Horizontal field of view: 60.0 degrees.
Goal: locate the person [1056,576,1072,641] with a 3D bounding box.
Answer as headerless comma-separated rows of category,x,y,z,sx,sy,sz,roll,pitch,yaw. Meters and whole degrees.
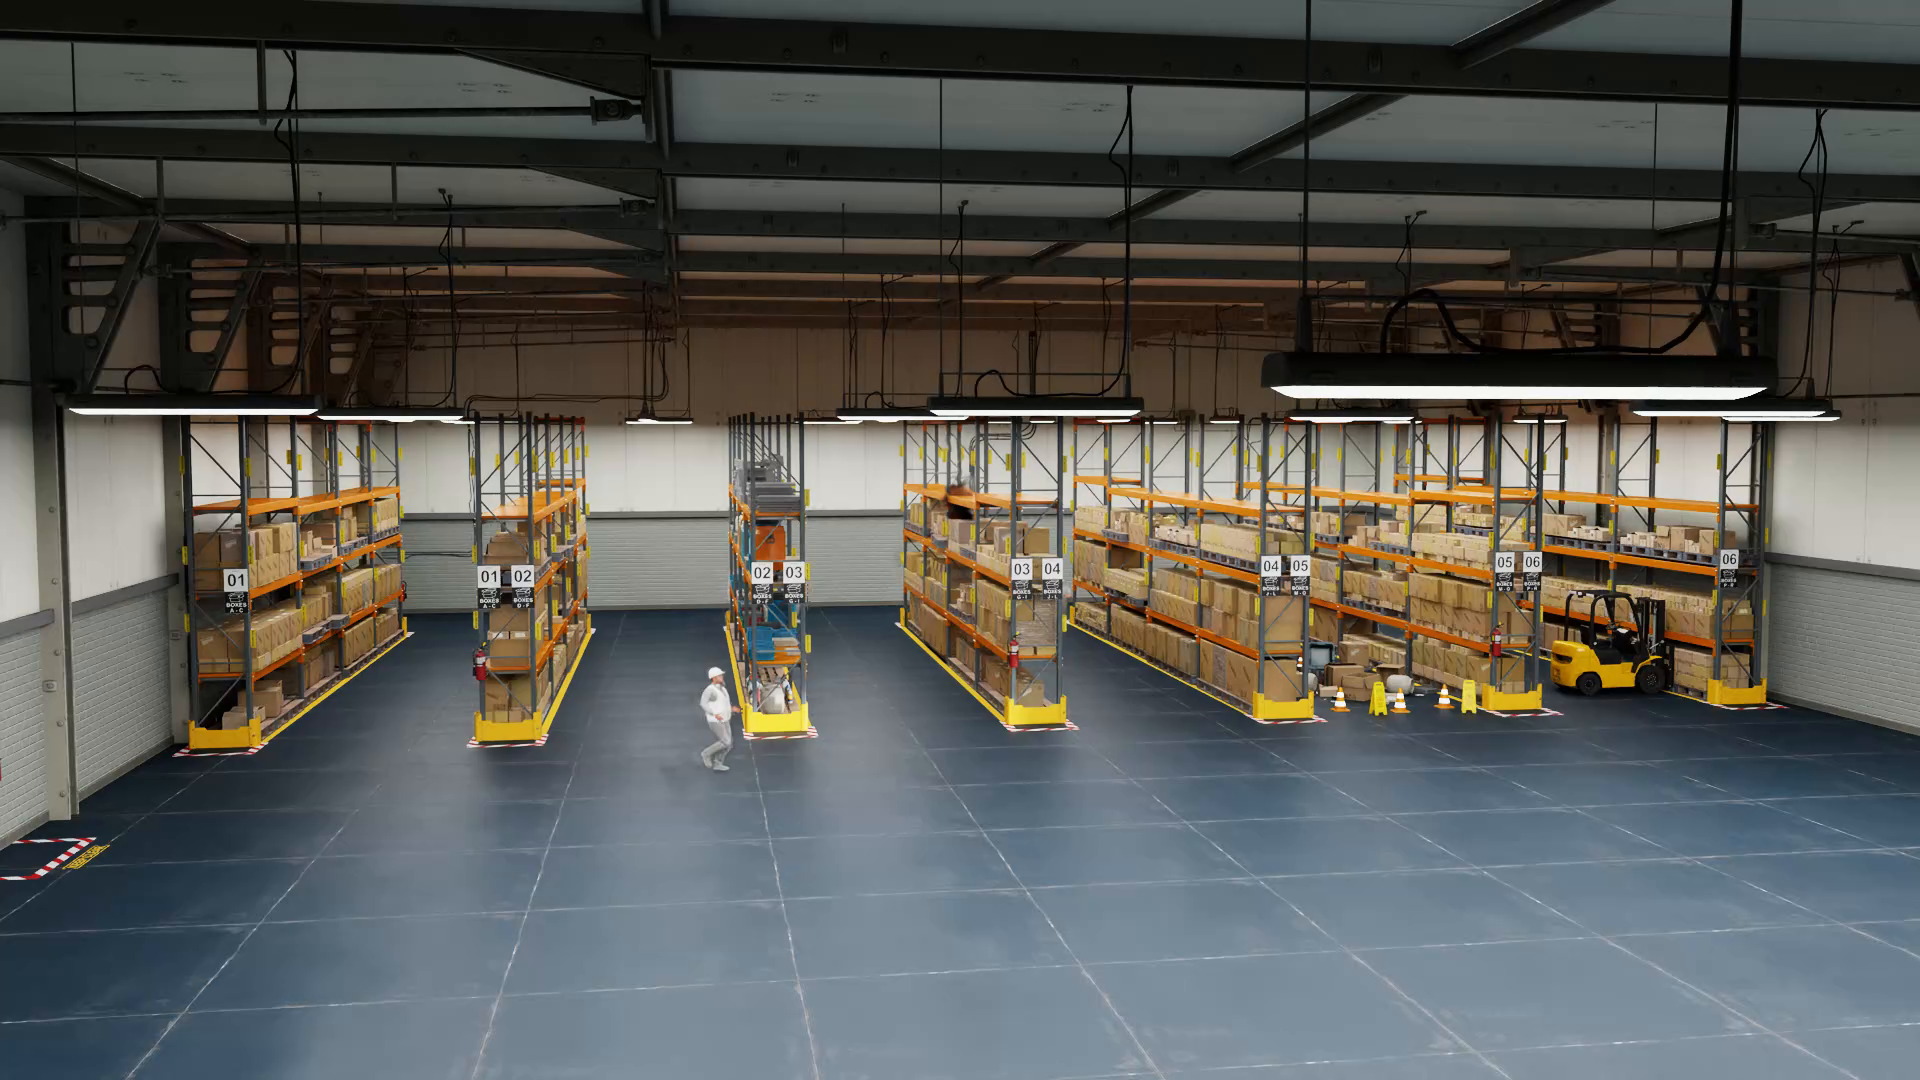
person,2.587,1.717,42.858,0.554,1.683,0.885,-1,4,-11

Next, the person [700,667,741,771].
person,-3.984,2.978,27.629,0.599,1.723,0.653,1,4,18

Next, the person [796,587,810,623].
person,-4.683,1.551,48.648,0.692,1.735,0.694,0,4,2
